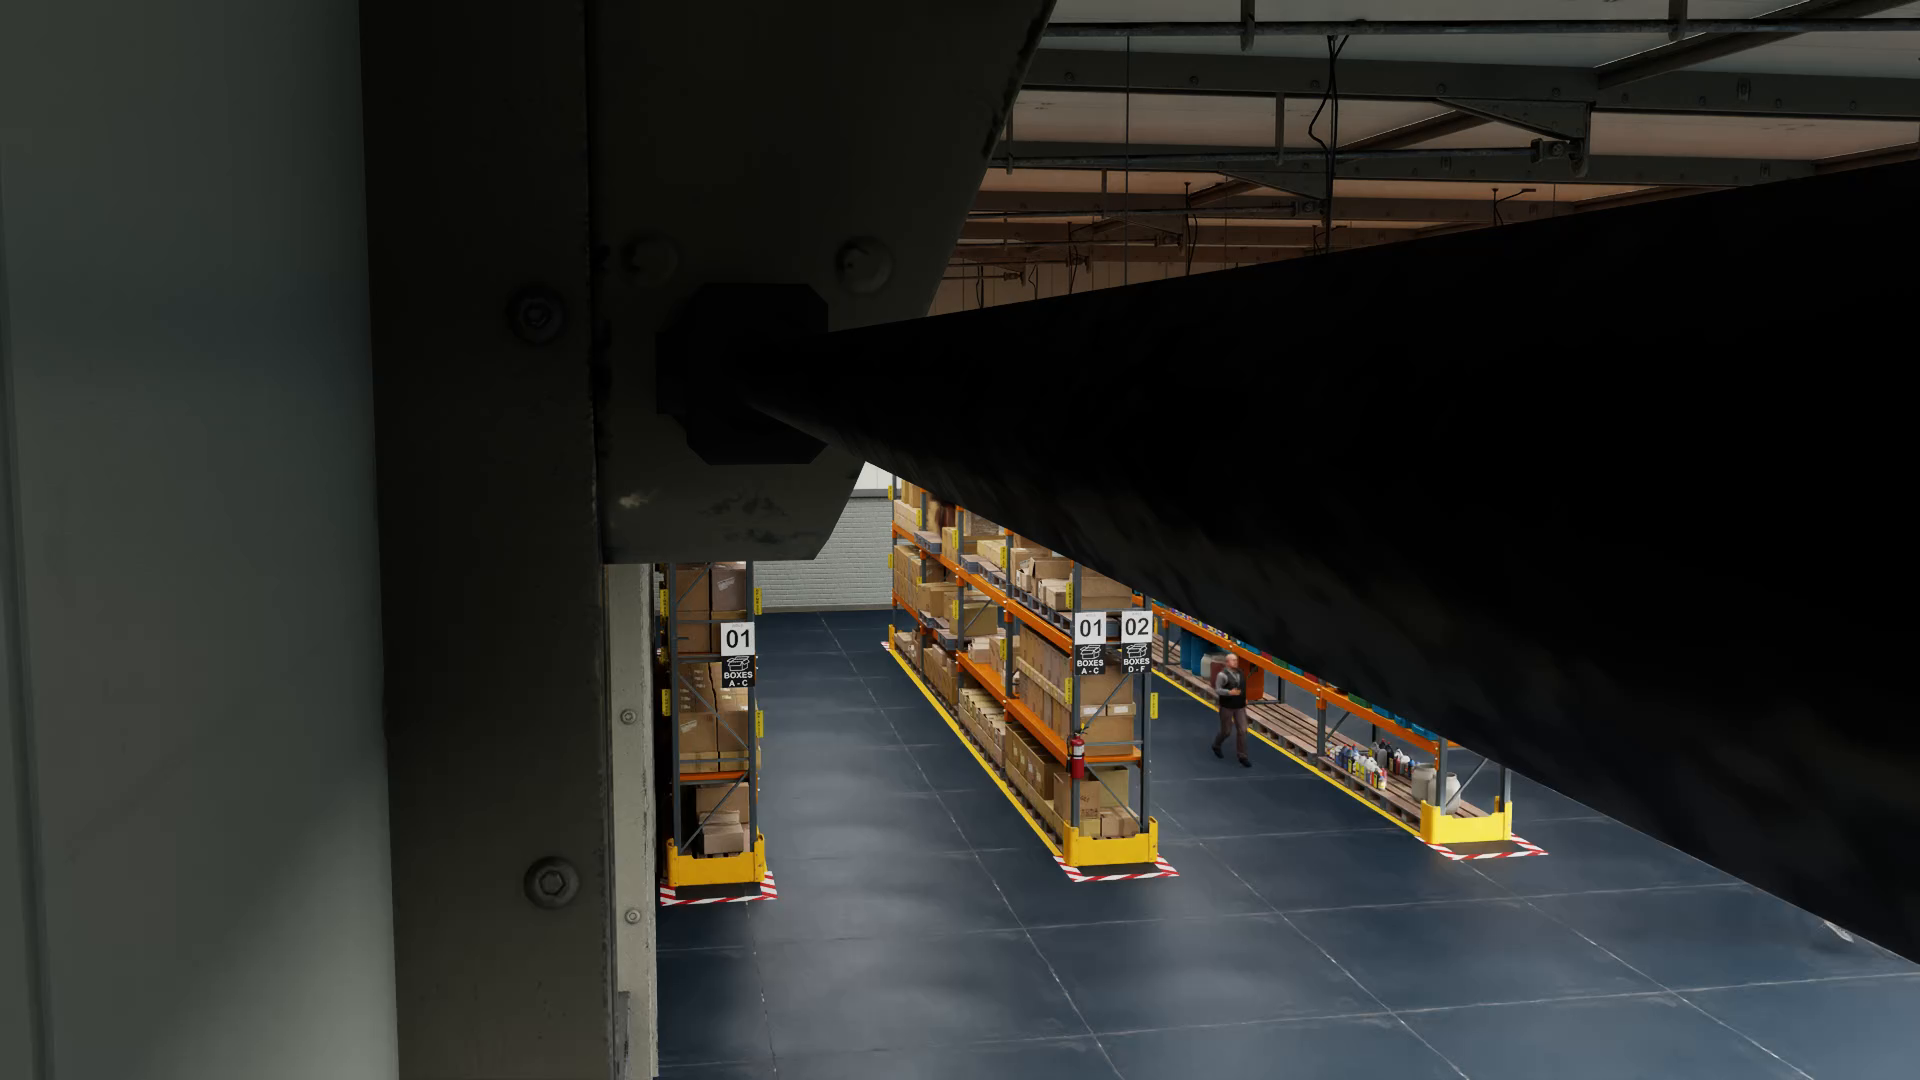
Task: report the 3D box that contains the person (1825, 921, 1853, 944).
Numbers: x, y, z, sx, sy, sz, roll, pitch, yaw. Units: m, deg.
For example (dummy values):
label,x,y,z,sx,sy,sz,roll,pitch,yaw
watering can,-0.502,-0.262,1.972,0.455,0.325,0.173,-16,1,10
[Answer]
label,x,y,z,sx,sy,sz,roll,pitch,yaw
person,9.817,3.539,17.726,0.976,1.729,0.658,1,6,13

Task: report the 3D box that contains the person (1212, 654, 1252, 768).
label,x,y,z,sx,sy,sz,roll,pitch,yaw
person,4.263,2.635,26.010,0.661,1.713,0.906,-3,7,-23
